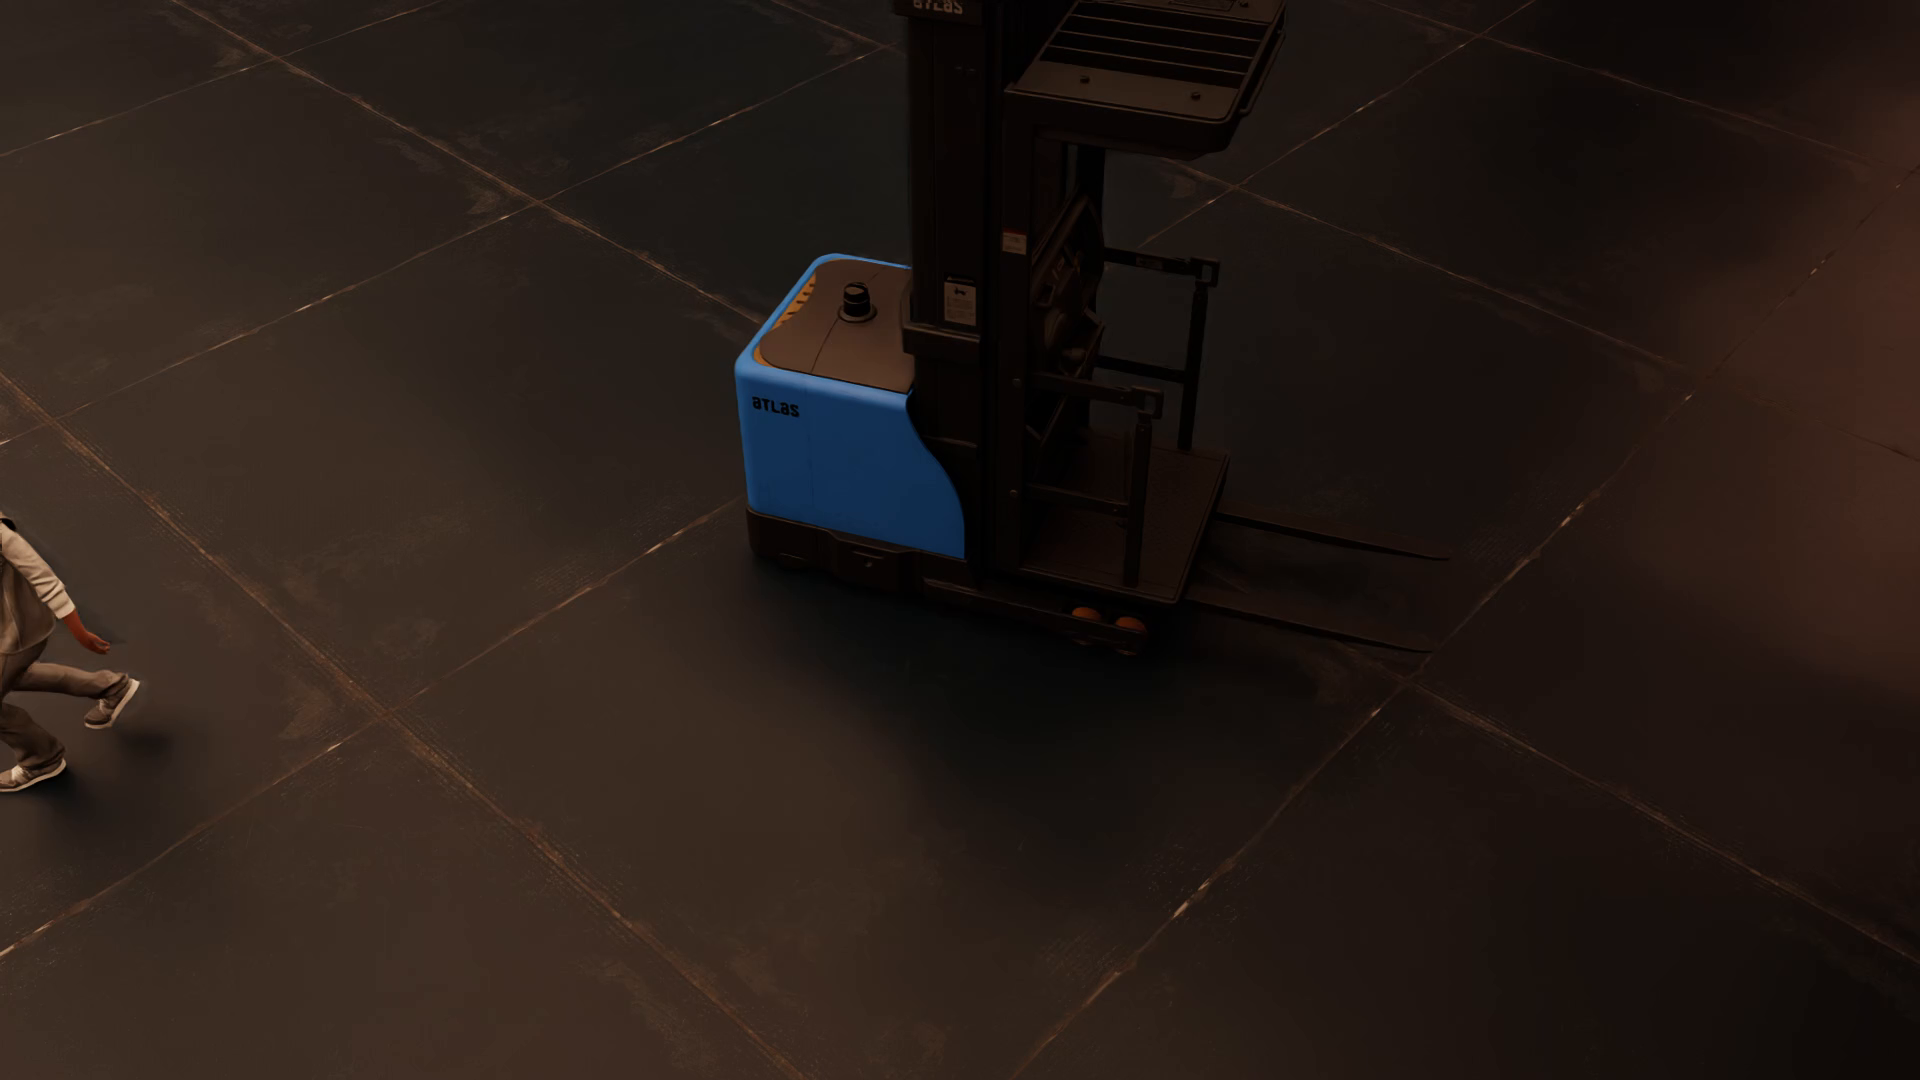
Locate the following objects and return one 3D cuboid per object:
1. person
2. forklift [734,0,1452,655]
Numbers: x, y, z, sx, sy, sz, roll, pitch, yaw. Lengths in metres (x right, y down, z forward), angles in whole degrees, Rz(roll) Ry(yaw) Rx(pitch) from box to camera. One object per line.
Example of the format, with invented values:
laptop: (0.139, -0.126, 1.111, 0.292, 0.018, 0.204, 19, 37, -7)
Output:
person: (-3.517, 0.318, 6.142, 0.624, 1.533, 0.516, -21, 45, -22)
forklift: (0.615, -1.012, 6.607, 3.031, 2.935, 1.130, 13, 42, 14)
